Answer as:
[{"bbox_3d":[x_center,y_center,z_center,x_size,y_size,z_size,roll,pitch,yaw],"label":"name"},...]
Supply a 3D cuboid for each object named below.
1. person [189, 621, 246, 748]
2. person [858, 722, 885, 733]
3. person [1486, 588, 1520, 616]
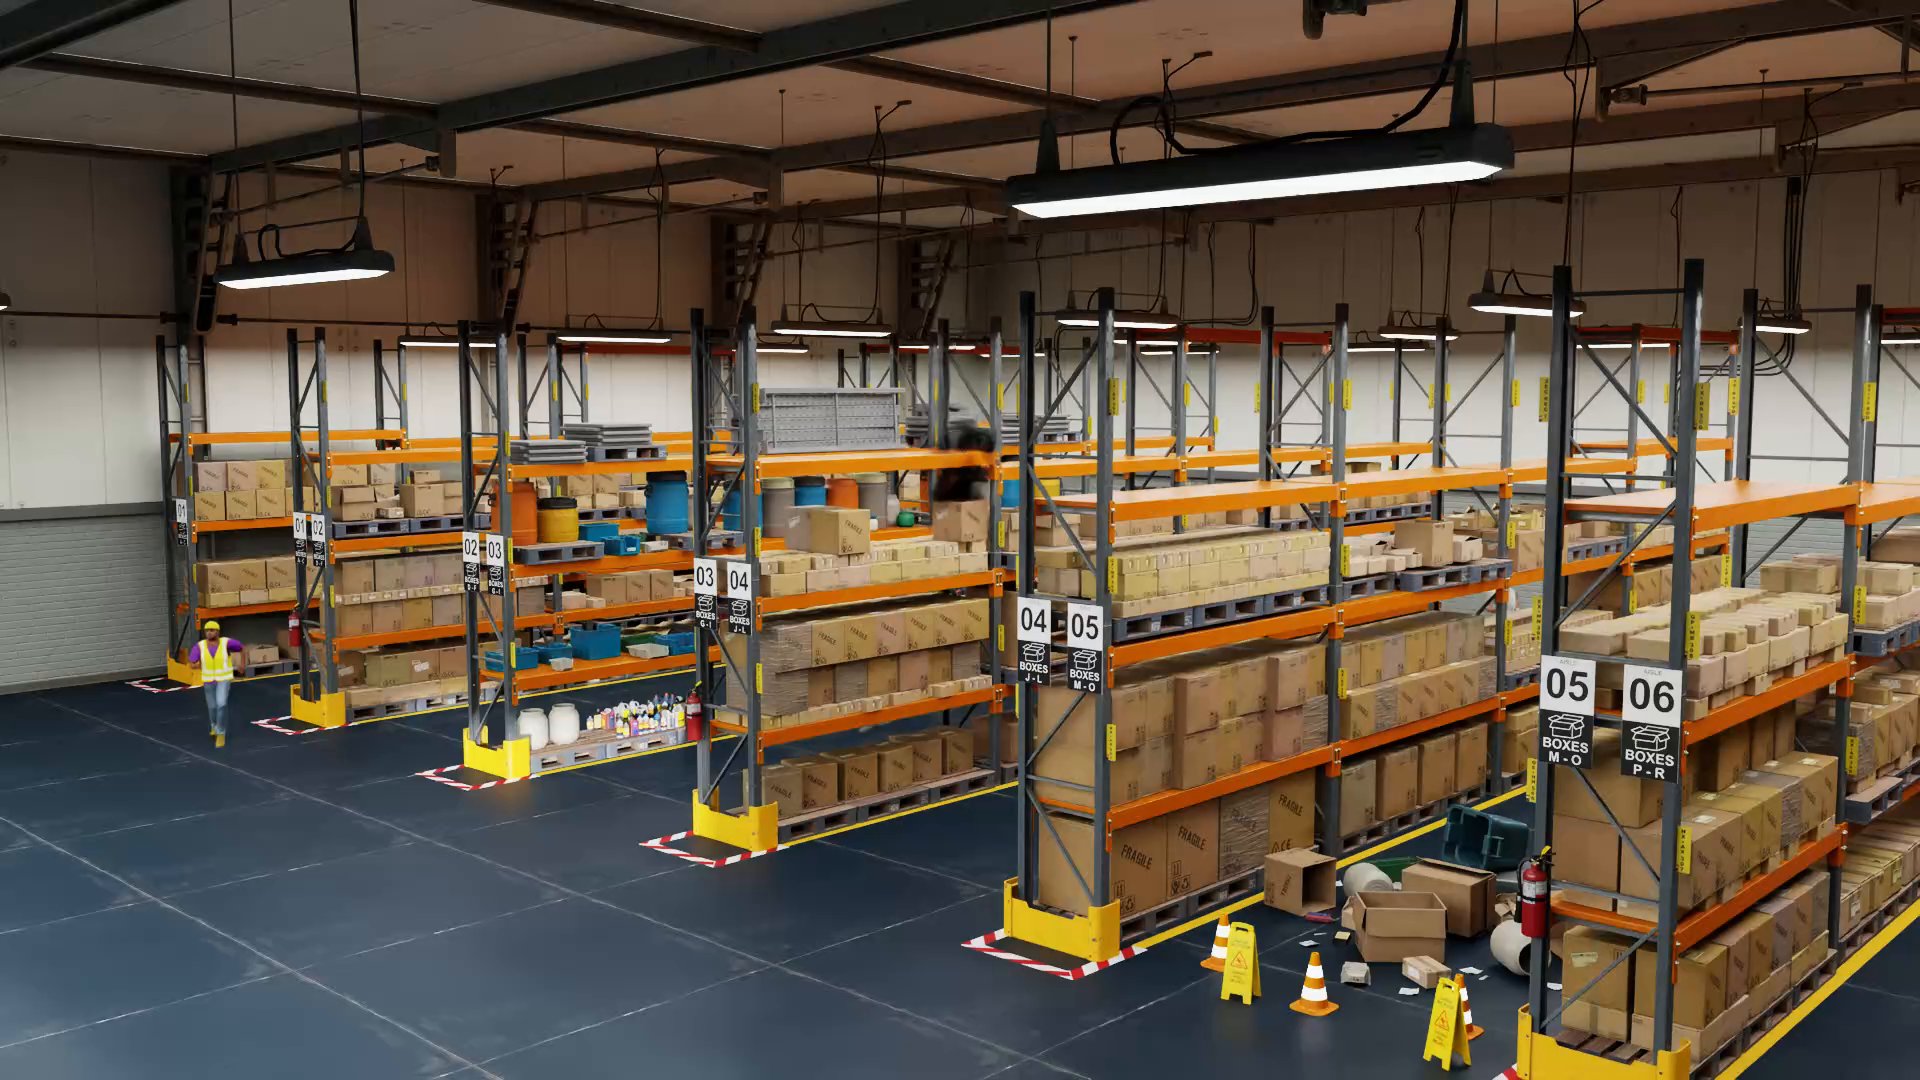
[{"bbox_3d":[-10.668,2.048,23.912,0.712,1.814,0.900,-1,5,-10],"label":"person"},{"bbox_3d":[-1.212,1.832,23.507,0.580,1.694,0.835,3,6,29],"label":"person"},{"bbox_3d":[9.727,1.488,29.709,0.676,1.774,1.000,0,5,-3],"label":"person"}]
